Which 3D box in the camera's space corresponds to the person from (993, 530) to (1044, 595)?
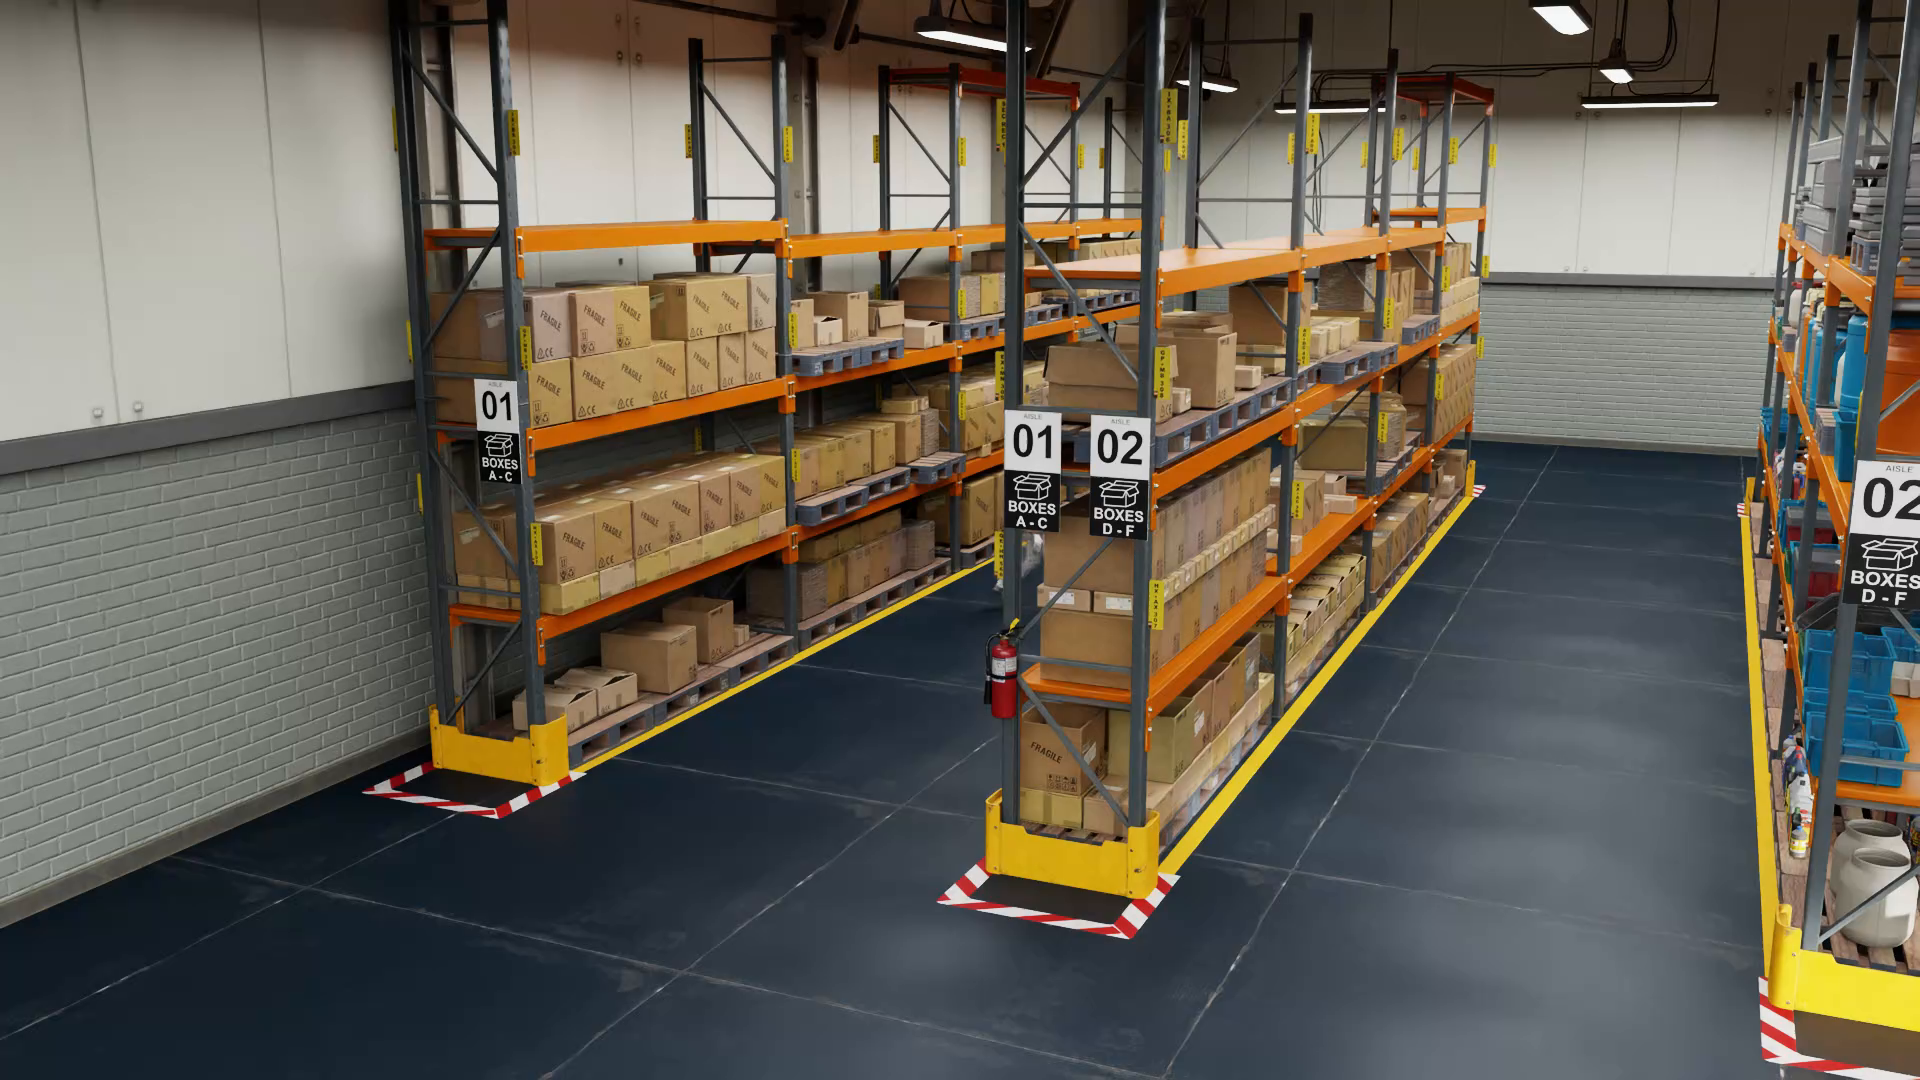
[{"bbox_3d":[0.872,-0.098,18.389,0.988,1.765,0.650,-2,12,-9],"label":"person"}]
